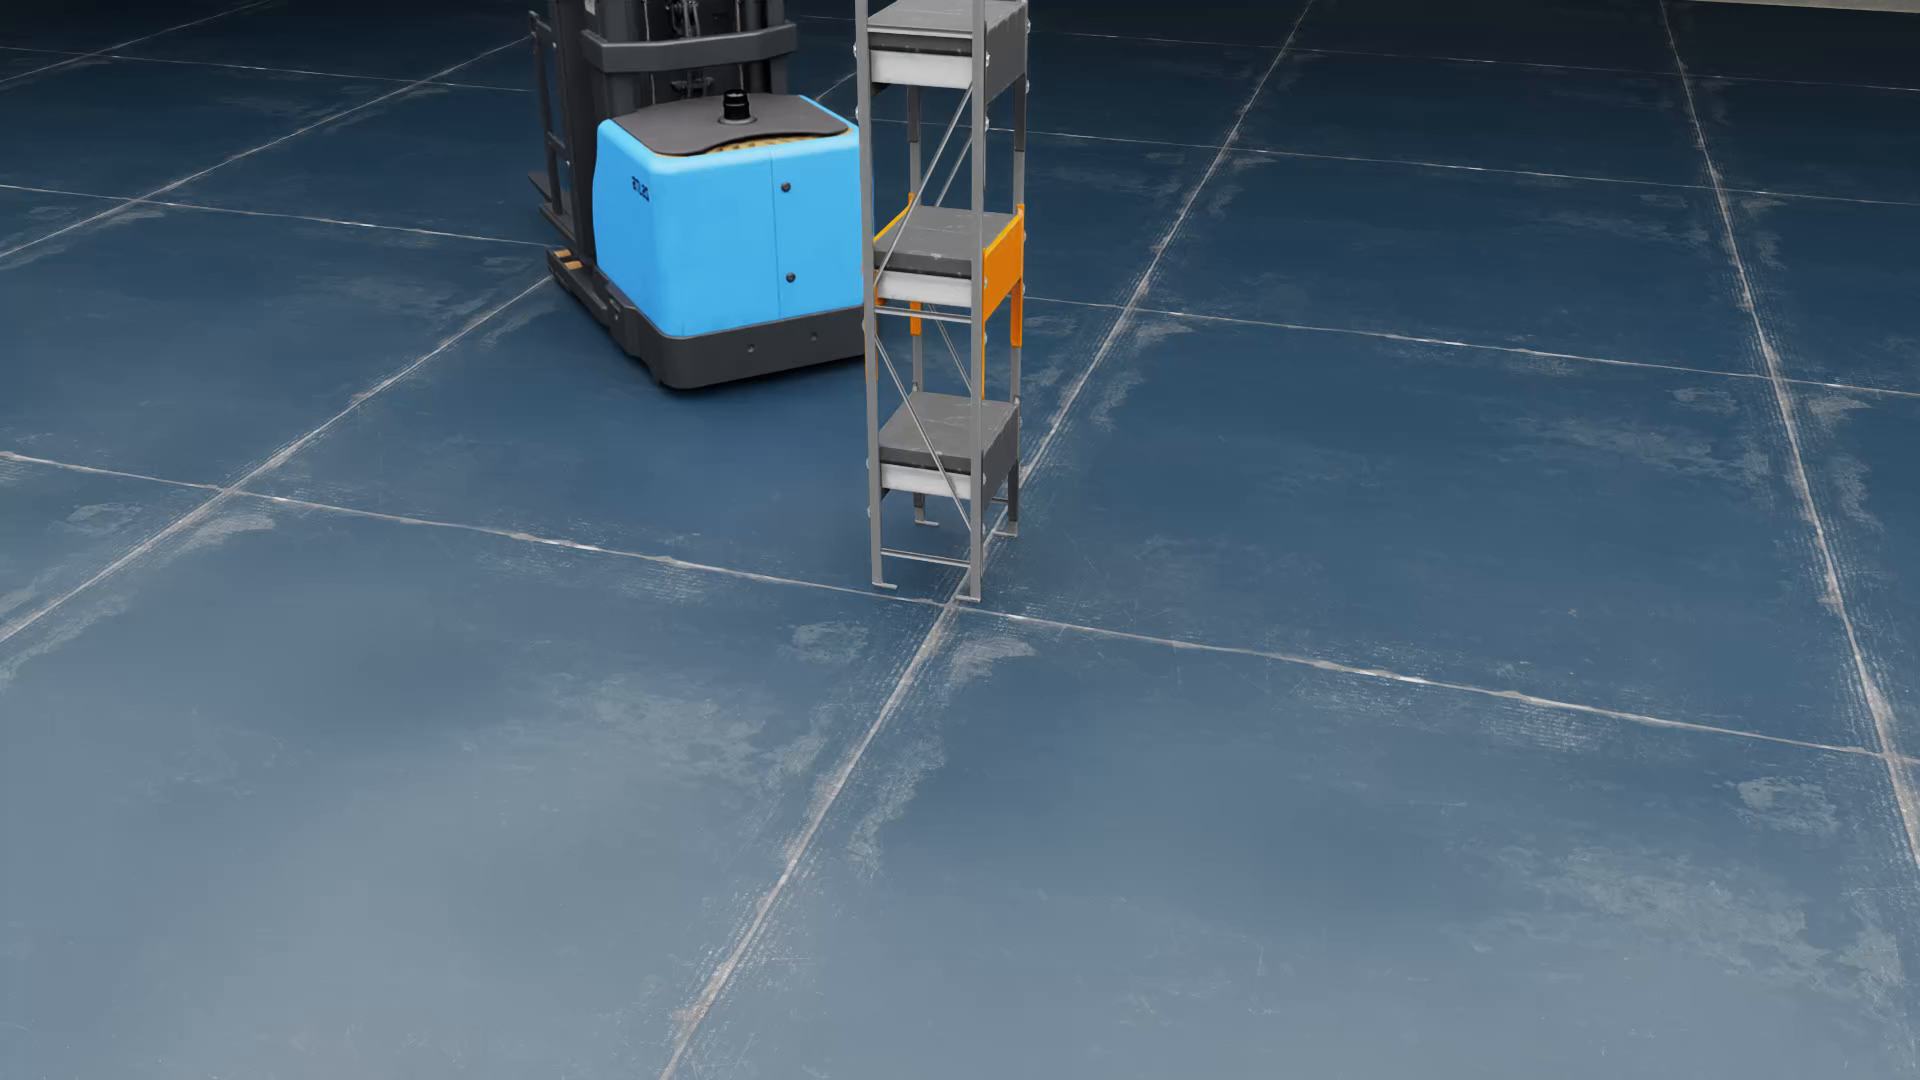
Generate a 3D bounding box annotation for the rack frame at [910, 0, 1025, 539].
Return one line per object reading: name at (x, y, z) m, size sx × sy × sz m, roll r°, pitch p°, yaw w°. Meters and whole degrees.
rack frame at (0.023, -0.954, 5.805) m, size 0.400 × 2.100 × 0.015 m, roll 8°, pitch 30°, yaw 15°

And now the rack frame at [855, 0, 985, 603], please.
rack frame at (-0.120, -0.727, 5.397) m, size 0.400 × 2.100 × 0.015 m, roll 8°, pitch 30°, yaw 15°

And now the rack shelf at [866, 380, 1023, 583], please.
rack shelf at (-0.049, -0.217, 5.948) m, size 0.431 × 0.518 × 0.480 m, roll 8°, pitch 30°, yaw 15°

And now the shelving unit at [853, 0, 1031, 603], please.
shelving unit at (-0.049, -0.841, 5.601) m, size 0.431 × 2.100 × 0.503 m, roll 8°, pitch 30°, yaw 15°

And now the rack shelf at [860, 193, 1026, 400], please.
rack shelf at (-0.049, -0.829, 5.608) m, size 0.431 × 0.518 × 0.480 m, roll 8°, pitch 30°, yaw 15°

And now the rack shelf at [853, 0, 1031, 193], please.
rack shelf at (-0.049, -1.440, 5.268) m, size 0.431 × 0.518 × 0.480 m, roll 8°, pitch 30°, yaw 15°

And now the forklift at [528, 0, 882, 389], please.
forklift at (-1.494, -2.632, 7.966) m, size 1.130 × 2.935 × 3.031 m, roll -14°, pitch 32°, yaw -24°
